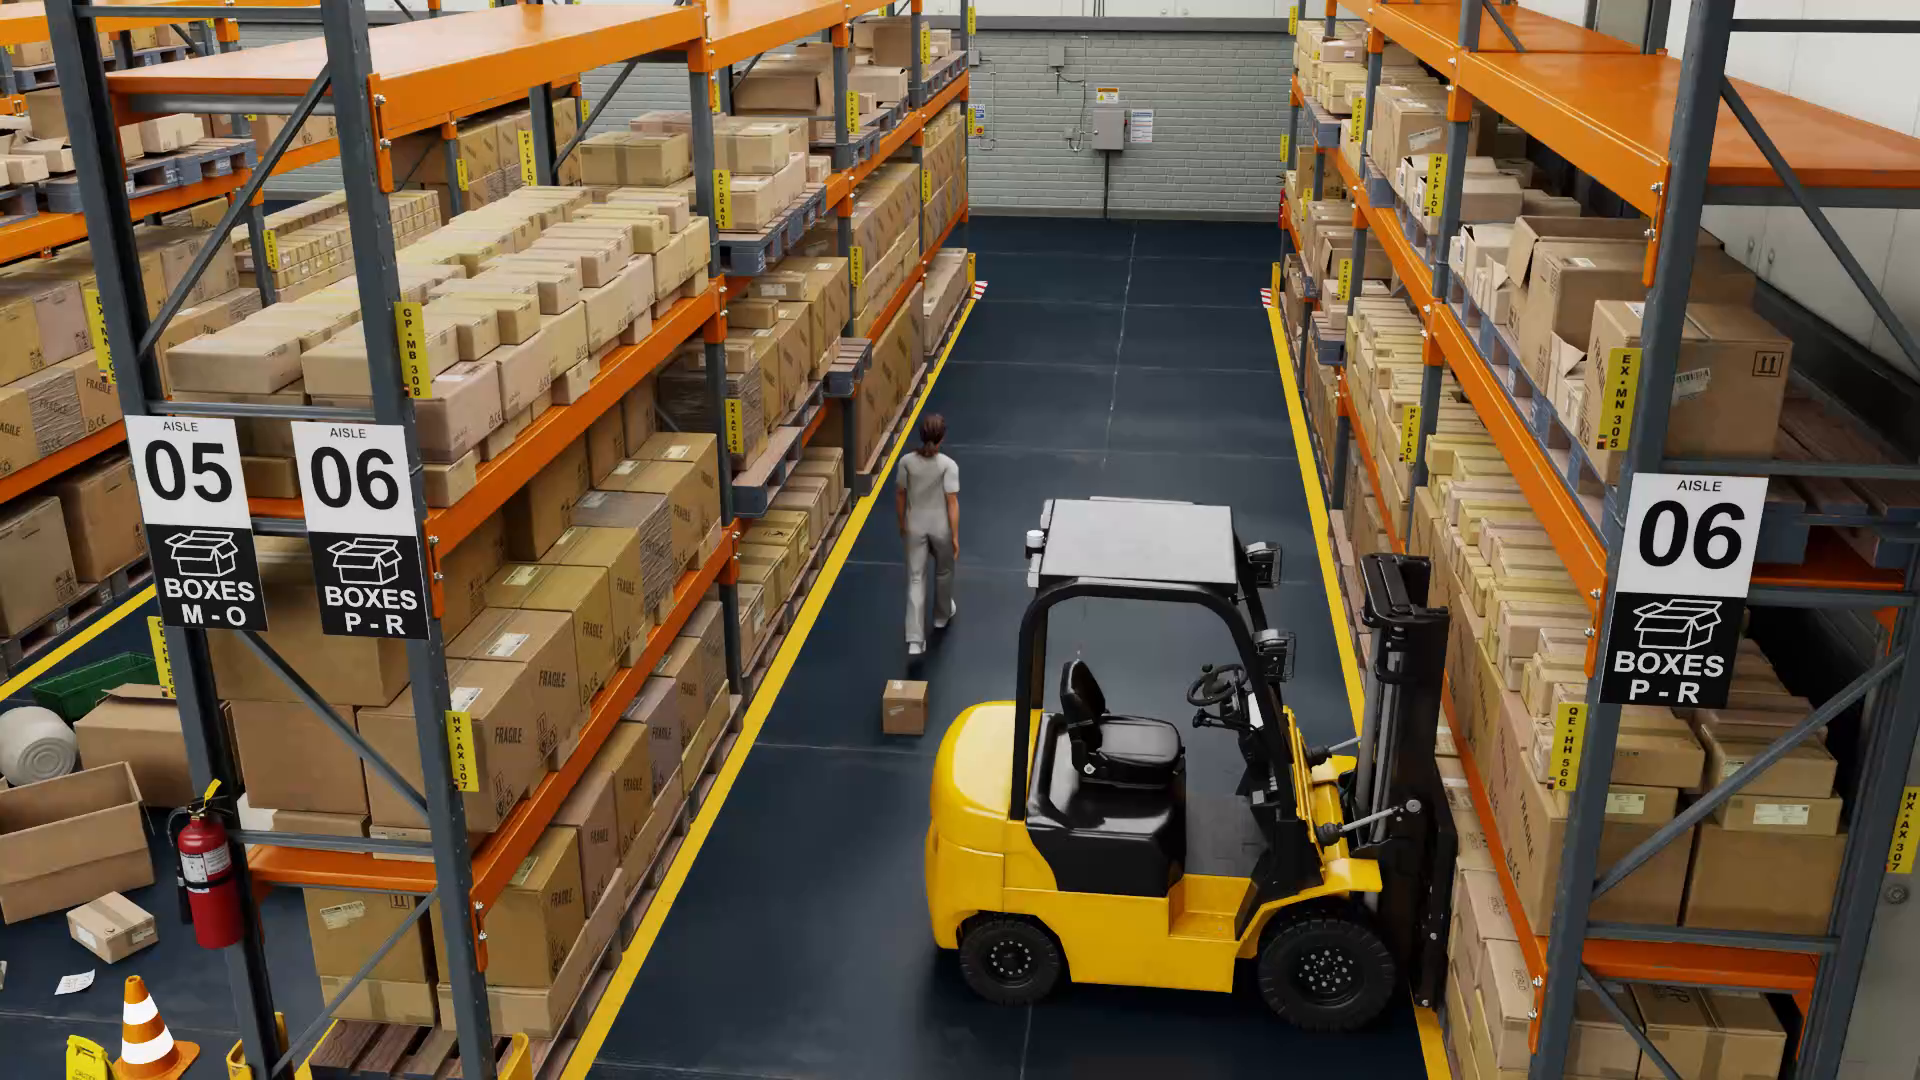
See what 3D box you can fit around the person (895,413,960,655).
[{"bbox_3d":[-0.222,-0.056,11.255,0.459,1.620,1.037,3,21,7],"label":"person"}]
